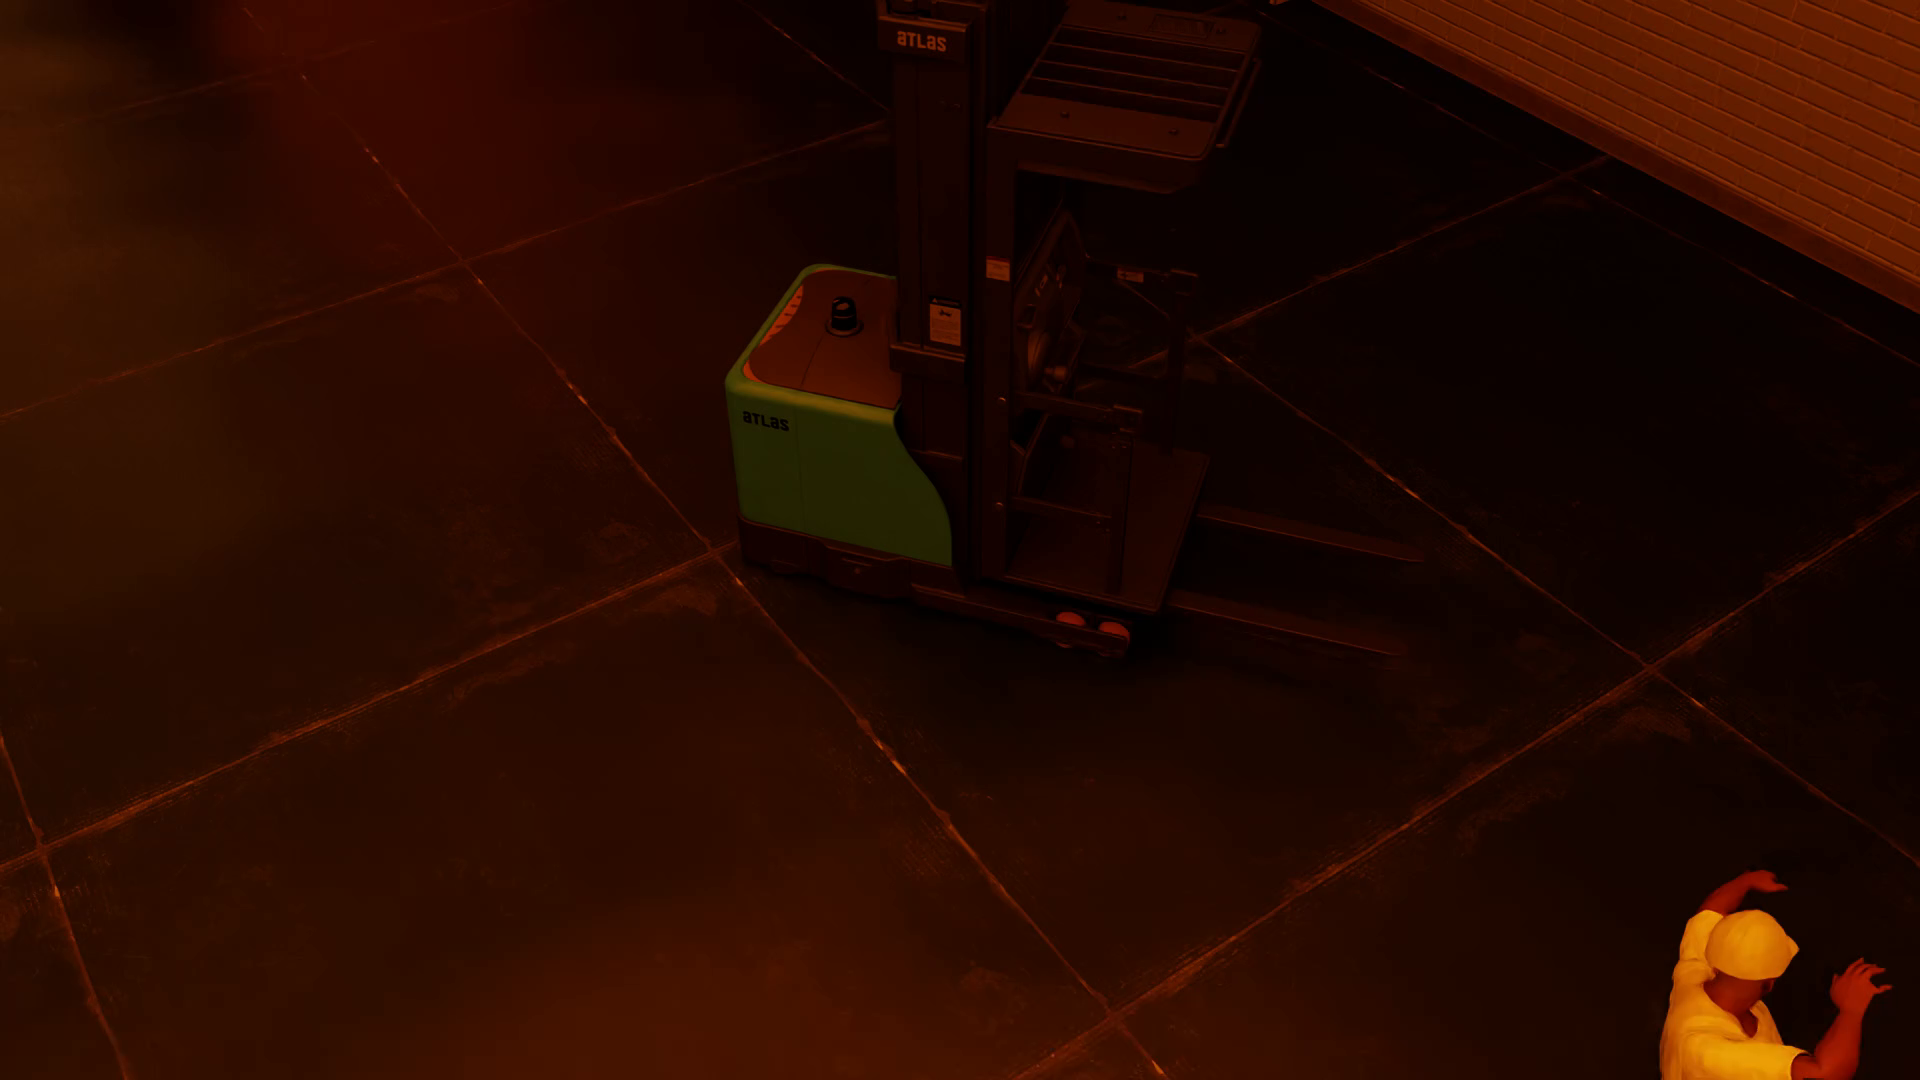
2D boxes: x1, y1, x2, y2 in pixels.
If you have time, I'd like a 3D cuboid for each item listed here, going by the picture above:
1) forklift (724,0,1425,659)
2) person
[{"bbox_3d":[0.554,-0.963,6.761,3.031,2.935,1.130,13,44,13],"label":"forklift"},{"bbox_3d":[2.487,1.628,5.043,1.050,1.485,0.921,-30,51,-29],"label":"person"}]
